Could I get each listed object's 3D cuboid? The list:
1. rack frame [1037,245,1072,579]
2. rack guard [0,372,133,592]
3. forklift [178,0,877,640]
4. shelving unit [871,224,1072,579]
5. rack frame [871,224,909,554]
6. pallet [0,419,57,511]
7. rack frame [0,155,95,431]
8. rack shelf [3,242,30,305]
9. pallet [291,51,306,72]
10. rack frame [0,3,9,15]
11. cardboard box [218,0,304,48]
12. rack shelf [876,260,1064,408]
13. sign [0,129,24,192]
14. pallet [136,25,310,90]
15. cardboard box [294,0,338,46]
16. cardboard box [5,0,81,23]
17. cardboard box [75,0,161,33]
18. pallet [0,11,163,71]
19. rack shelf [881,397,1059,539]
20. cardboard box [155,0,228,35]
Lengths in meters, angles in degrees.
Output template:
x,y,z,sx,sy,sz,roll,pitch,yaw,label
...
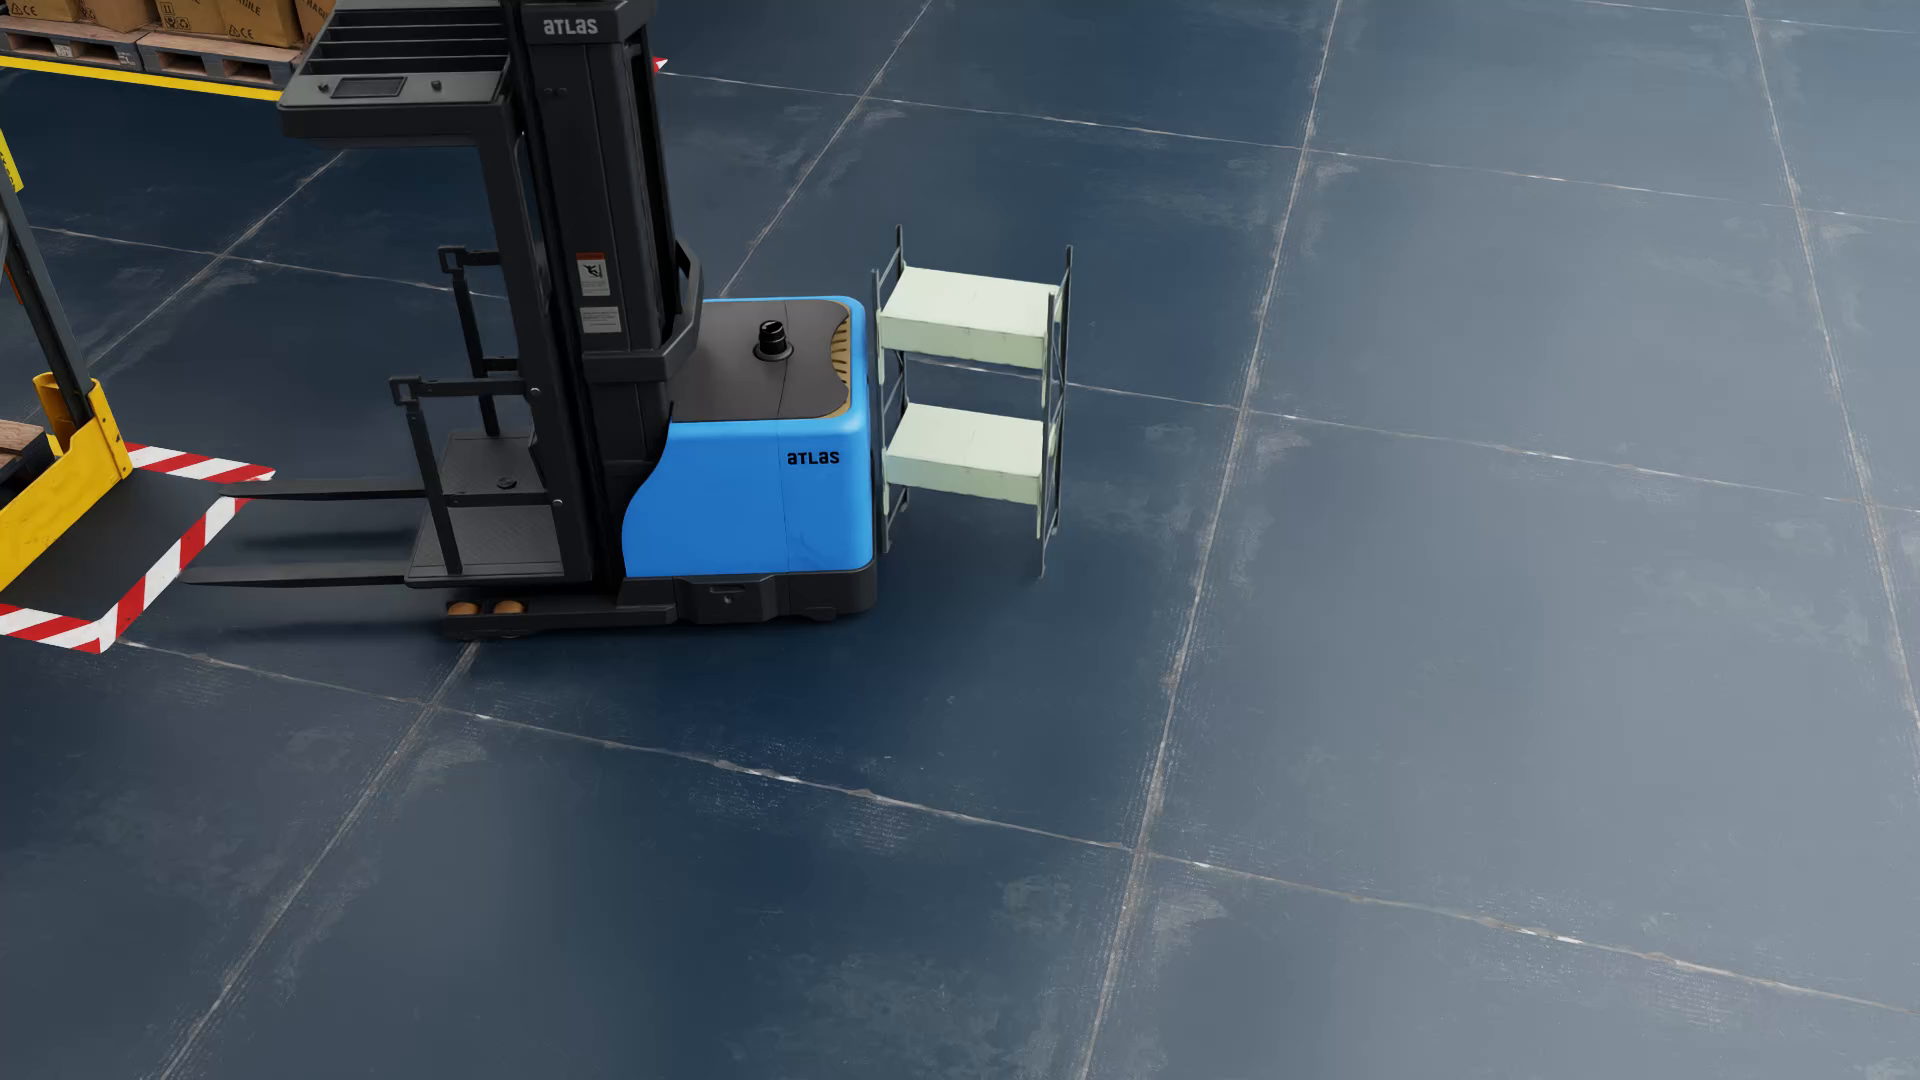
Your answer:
x,y,z,sx,sy,sz,roll,pitch,yaw,label
0.409,-0.523,7.231,0.023,1.500,0.400,9,41,10,rack frame
-4.376,-0.230,7.659,0.348,0.500,1.175,10,41,11,rack guard
-1.901,-1.038,6.731,3.031,2.935,1.130,-2,40,-2,forklift
0.053,-0.579,7.297,0.755,1.500,0.431,9,41,10,shelving unit
-0.302,-0.635,7.364,0.023,1.500,0.400,9,41,10,rack frame
-5.159,-0.257,7.917,1.213,0.211,1.003,10,41,11,pallet
-4.290,-1.203,6.875,0.127,3.000,1.000,10,41,11,rack frame
-6.222,-1.260,7.502,4.000,0.370,1.077,10,41,11,rack shelf
-3.859,-3.382,11.638,1.213,0.211,1.003,10,41,11,pallet
-6.874,-4.946,11.331,0.127,3.000,1.000,10,41,11,rack frame
-4.795,-3.792,11.575,0.500,0.500,0.500,13,42,15,cardboard box
0.053,-0.878,7.046,0.720,0.370,0.431,9,41,10,rack shelf
-4.144,-1.651,7.192,0.005,0.325,0.100,10,41,11,sign
-5.034,-3.586,11.881,1.213,0.211,1.003,10,41,11,pallet
-4.195,-3.676,11.437,0.500,0.500,0.500,20,44,23,cardboard box
-6.498,-4.058,11.891,0.500,0.500,0.500,9,41,10,cardboard box
-5.942,-3.967,11.783,0.500,0.500,0.500,23,45,25,cardboard box
-6.216,-3.788,12.121,1.213,0.211,1.003,10,41,11,pallet
0.053,-0.329,7.507,0.720,0.370,0.431,9,41,10,rack shelf
-5.322,-3.913,11.718,0.500,0.500,0.500,6,40,8,cardboard box
